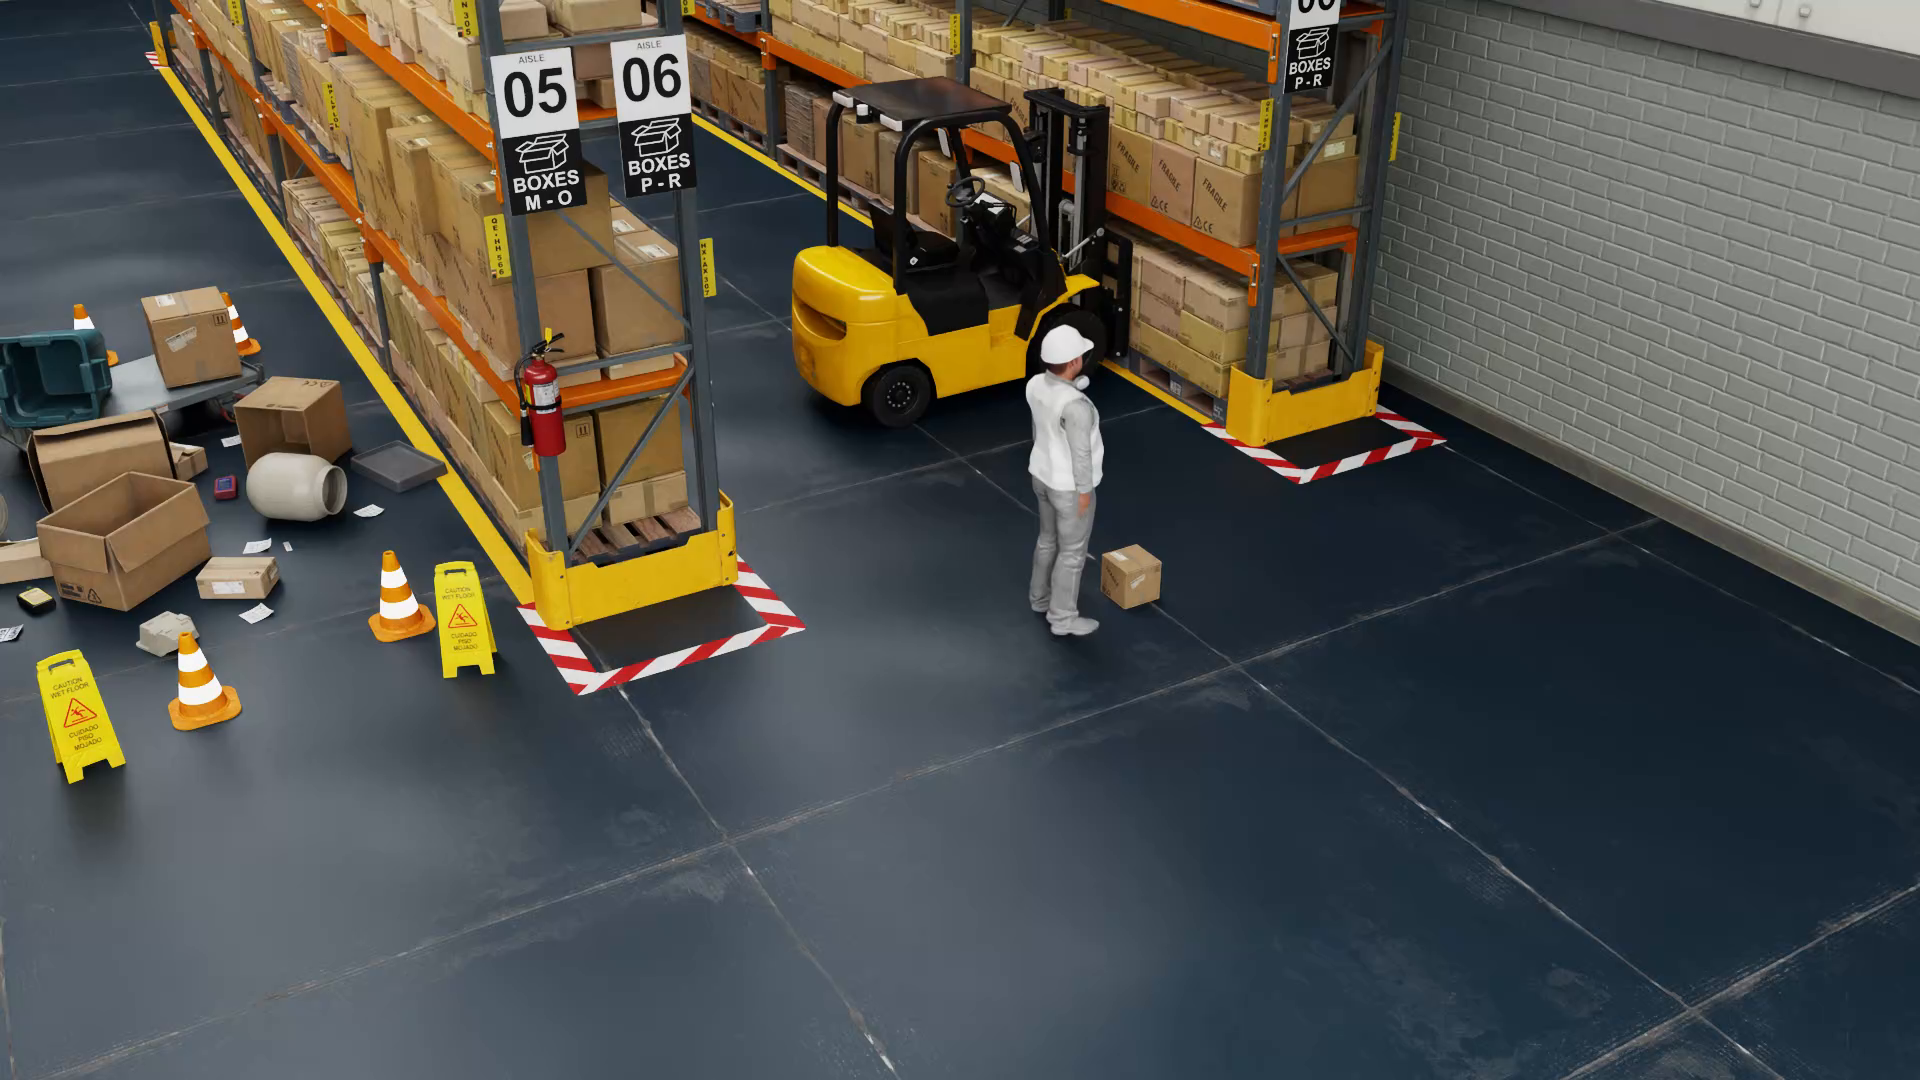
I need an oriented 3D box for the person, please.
[{"bbox_3d":[0.576,-0.341,9.178,0.356,1.793,0.544,-15,32,-25],"label":"person"}]
